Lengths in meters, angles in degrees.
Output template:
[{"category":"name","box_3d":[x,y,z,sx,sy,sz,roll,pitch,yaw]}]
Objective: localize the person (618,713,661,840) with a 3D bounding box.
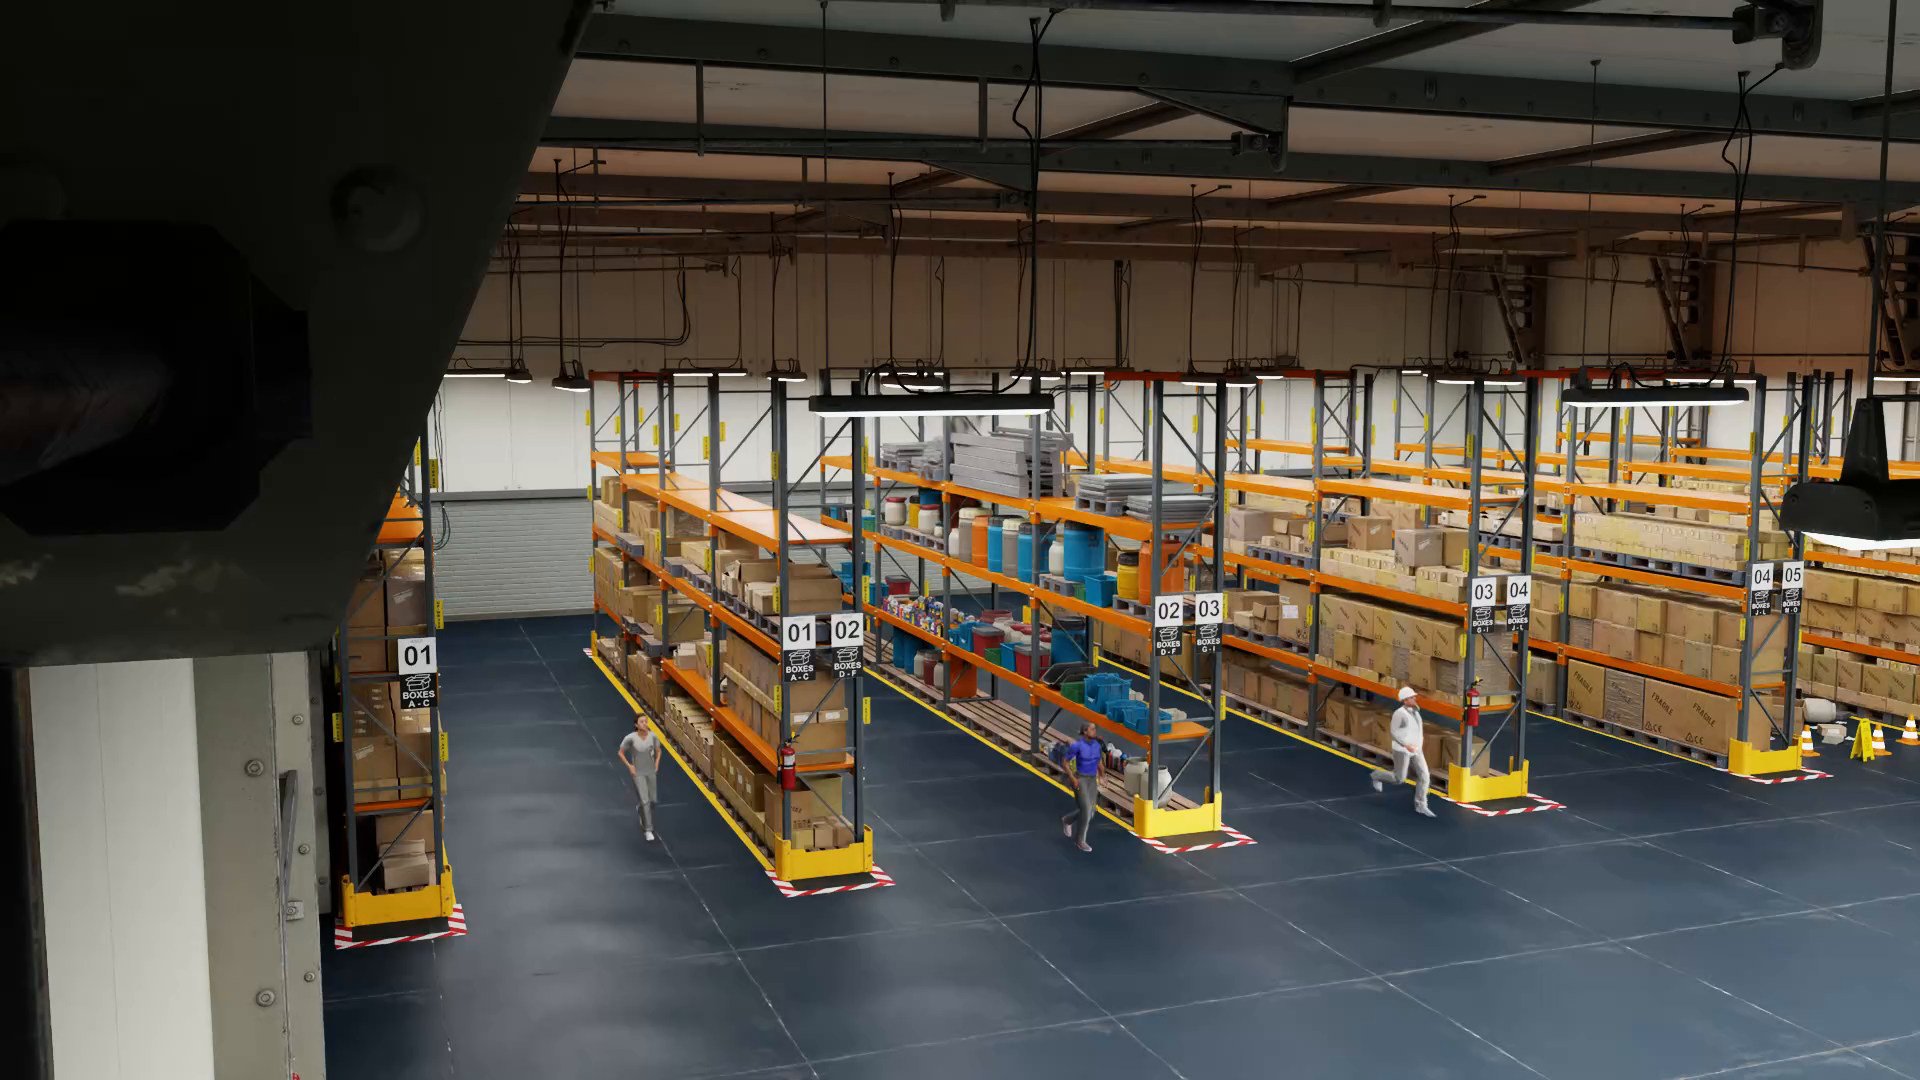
[{"category":"person","box_3d":[-4.204,3.078,21.900,0.574,1.651,0.688,-4,7,-30]}]

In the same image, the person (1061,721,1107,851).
[{"category":"person","box_3d":[1.588,3.147,21.518,0.625,1.623,0.613,-5,8,-38]}]

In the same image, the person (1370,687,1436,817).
[{"category":"person","box_3d":[6.185,2.914,23.116,0.643,1.759,0.997,-5,8,-37]}]

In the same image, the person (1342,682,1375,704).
[{"category":"person","box_3d":[7.286,2.174,30.121,0.619,1.651,0.899,-3,7,-22]}]
